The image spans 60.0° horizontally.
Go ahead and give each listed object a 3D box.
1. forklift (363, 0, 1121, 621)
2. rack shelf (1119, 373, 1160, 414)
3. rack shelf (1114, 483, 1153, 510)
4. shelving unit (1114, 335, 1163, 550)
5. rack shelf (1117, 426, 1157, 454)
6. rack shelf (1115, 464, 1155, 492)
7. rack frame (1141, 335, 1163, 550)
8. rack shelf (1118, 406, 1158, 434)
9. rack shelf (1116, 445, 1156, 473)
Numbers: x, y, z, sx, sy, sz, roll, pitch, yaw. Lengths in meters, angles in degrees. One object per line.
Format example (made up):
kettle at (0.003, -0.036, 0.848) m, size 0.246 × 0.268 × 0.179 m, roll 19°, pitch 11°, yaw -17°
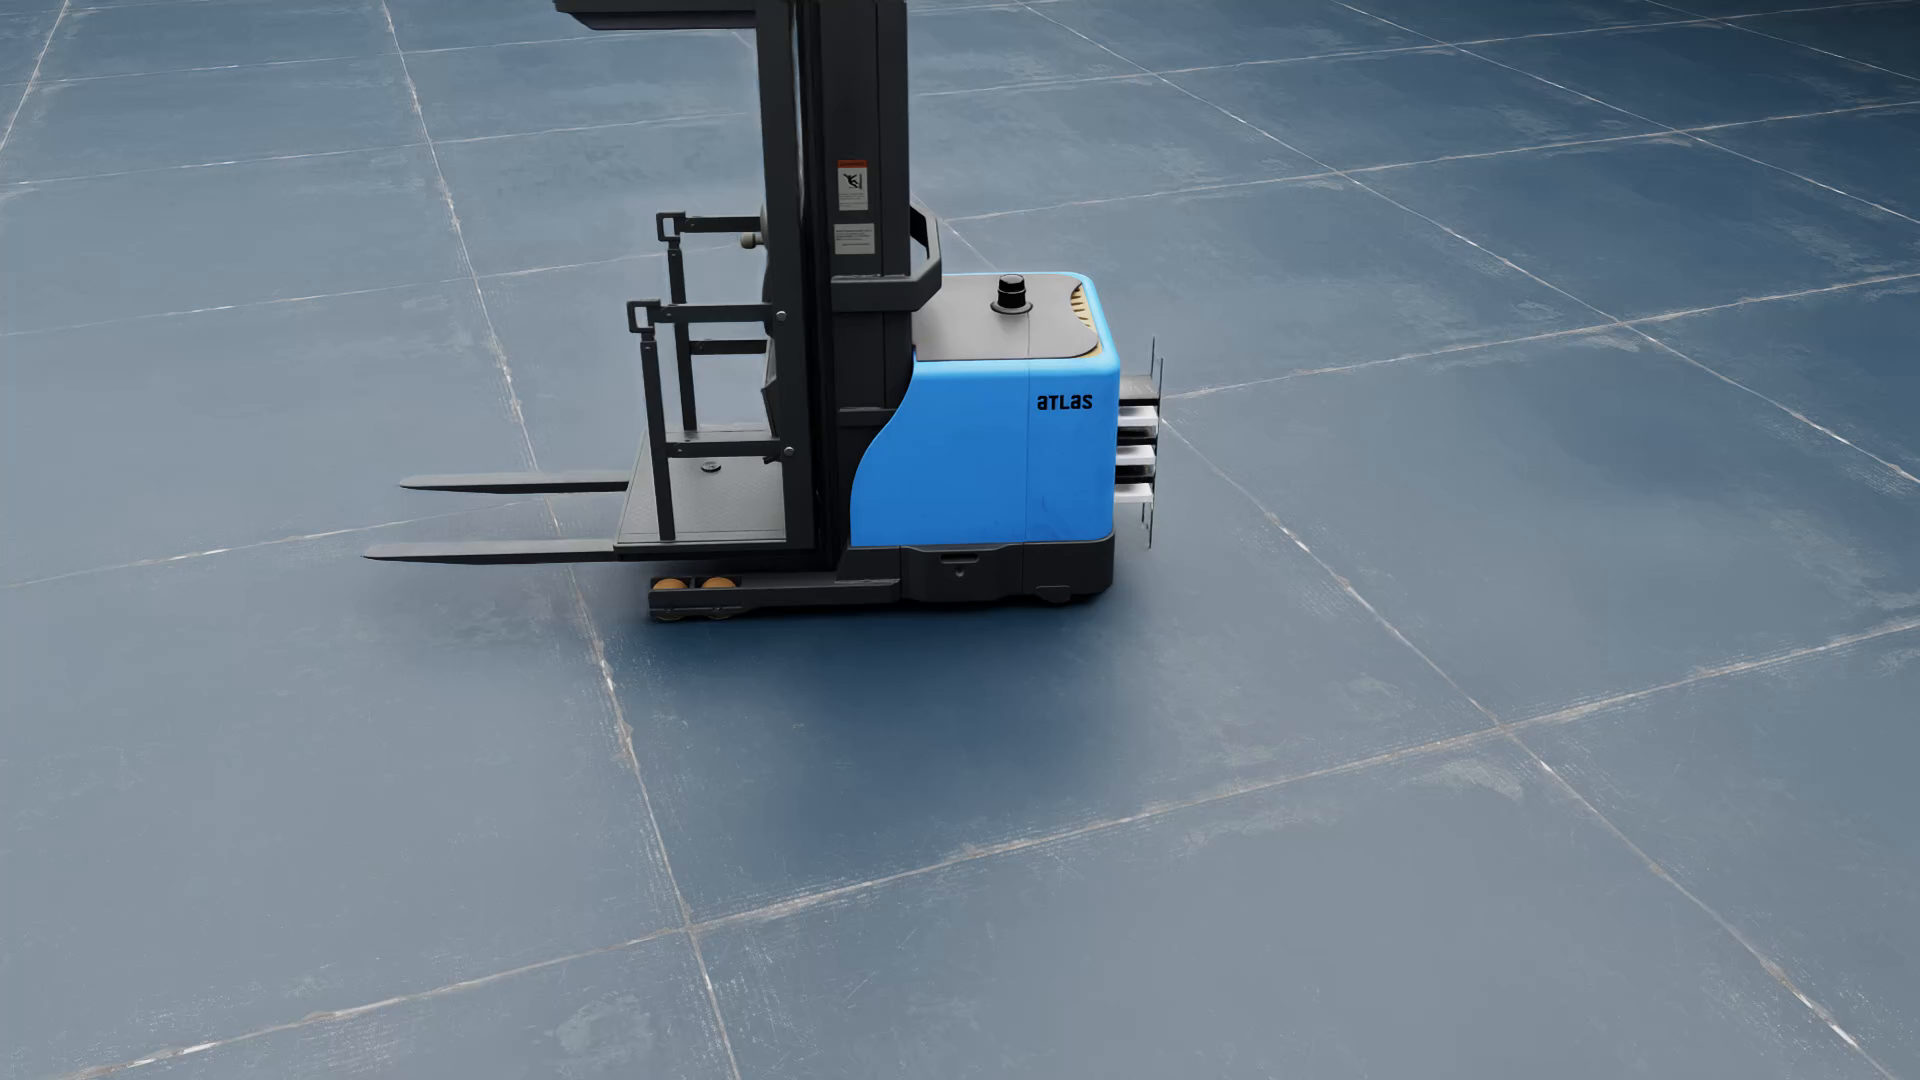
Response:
forklift at (-0.909, -1.218, 6.427) m, size 3.031 × 2.935 × 1.130 m, roll -1°, pitch 30°, yaw -3°
rack shelf at (0.712, -0.609, 6.931) m, size 0.200 × 0.077 × 0.258 m, roll -1°, pitch 30°, yaw -3°
rack shelf at (0.712, -0.218, 7.154) m, size 0.200 × 0.077 × 0.258 m, roll -1°, pitch 30°, yaw -3°
shelving unit at (0.712, -0.403, 7.049) m, size 0.210 × 0.900 × 0.258 m, roll -1°, pitch 30°, yaw -3°
rack shelf at (0.712, -0.452, 7.021) m, size 0.200 × 0.077 × 0.258 m, roll -1°, pitch 30°, yaw -3°
rack shelf at (0.712, -0.296, 7.110) m, size 0.200 × 0.077 × 0.258 m, roll -1°, pitch 30°, yaw -3°
rack frame at (0.814, -0.406, 7.053) m, size 0.006 × 0.900 × 0.240 m, roll -1°, pitch 30°, yaw -3°
rack shelf at (0.712, -0.531, 6.976) m, size 0.200 × 0.077 × 0.258 m, roll -1°, pitch 30°, yaw -3°
rack shelf at (0.712, -0.374, 7.065) m, size 0.200 × 0.077 × 0.258 m, roll -1°, pitch 30°, yaw -3°
